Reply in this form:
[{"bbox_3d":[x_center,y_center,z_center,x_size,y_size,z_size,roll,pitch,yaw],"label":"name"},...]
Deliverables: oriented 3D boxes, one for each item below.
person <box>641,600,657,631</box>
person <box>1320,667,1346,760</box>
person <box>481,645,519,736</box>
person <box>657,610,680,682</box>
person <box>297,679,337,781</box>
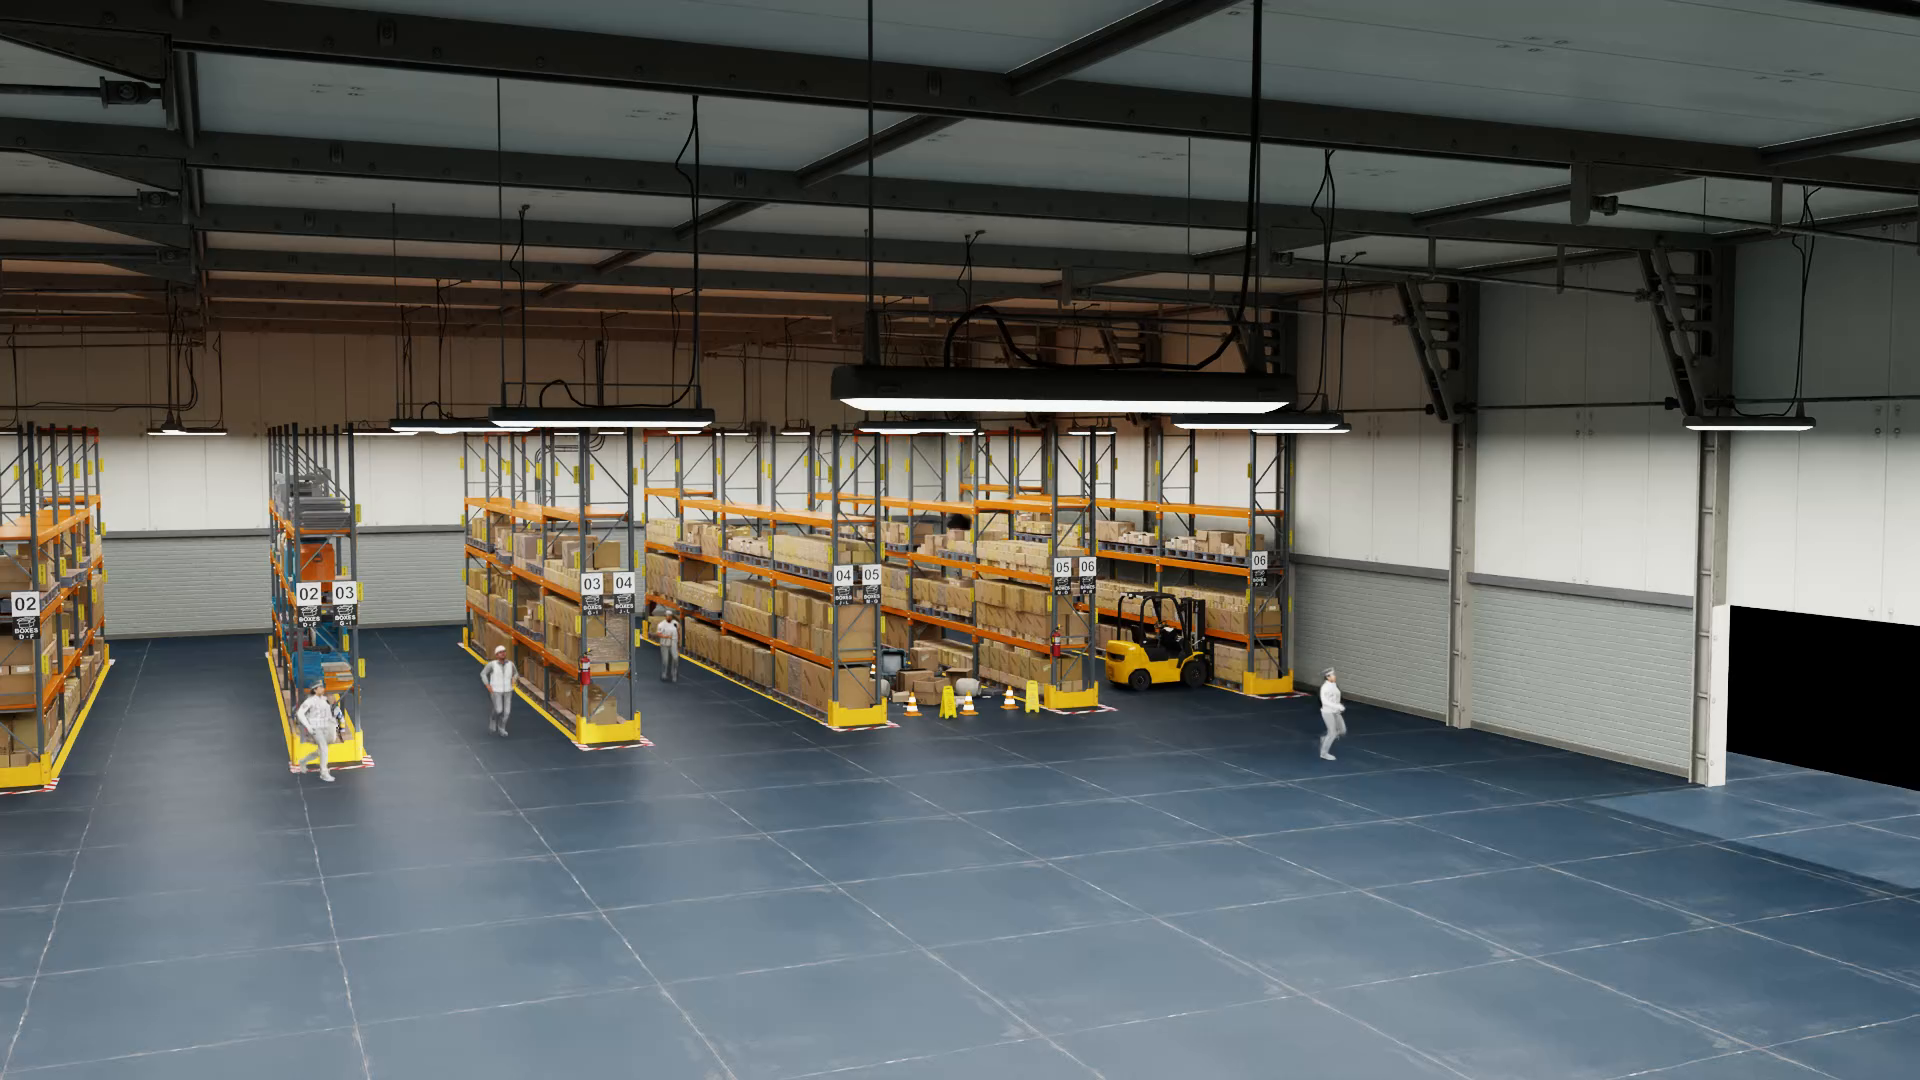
[{"bbox_3d":[-9.131,1.869,49.094,0.626,1.702,0.741,-1,4,-8],"label":"person"},{"bbox_3d":[6.648,3.086,29.662,0.541,1.659,0.607,2,4,35],"label":"person"},{"bbox_3d":[-8.787,2.899,31.925,0.703,1.743,0.515,-2,4,-31],"label":"person"},{"bbox_3d":[-6.857,2.514,39.246,0.613,1.723,0.711,-2,4,-24],"label":"person"},{"bbox_3d":[-10.802,3.191,27.999,0.748,1.686,0.660,1,4,19],"label":"person"}]
